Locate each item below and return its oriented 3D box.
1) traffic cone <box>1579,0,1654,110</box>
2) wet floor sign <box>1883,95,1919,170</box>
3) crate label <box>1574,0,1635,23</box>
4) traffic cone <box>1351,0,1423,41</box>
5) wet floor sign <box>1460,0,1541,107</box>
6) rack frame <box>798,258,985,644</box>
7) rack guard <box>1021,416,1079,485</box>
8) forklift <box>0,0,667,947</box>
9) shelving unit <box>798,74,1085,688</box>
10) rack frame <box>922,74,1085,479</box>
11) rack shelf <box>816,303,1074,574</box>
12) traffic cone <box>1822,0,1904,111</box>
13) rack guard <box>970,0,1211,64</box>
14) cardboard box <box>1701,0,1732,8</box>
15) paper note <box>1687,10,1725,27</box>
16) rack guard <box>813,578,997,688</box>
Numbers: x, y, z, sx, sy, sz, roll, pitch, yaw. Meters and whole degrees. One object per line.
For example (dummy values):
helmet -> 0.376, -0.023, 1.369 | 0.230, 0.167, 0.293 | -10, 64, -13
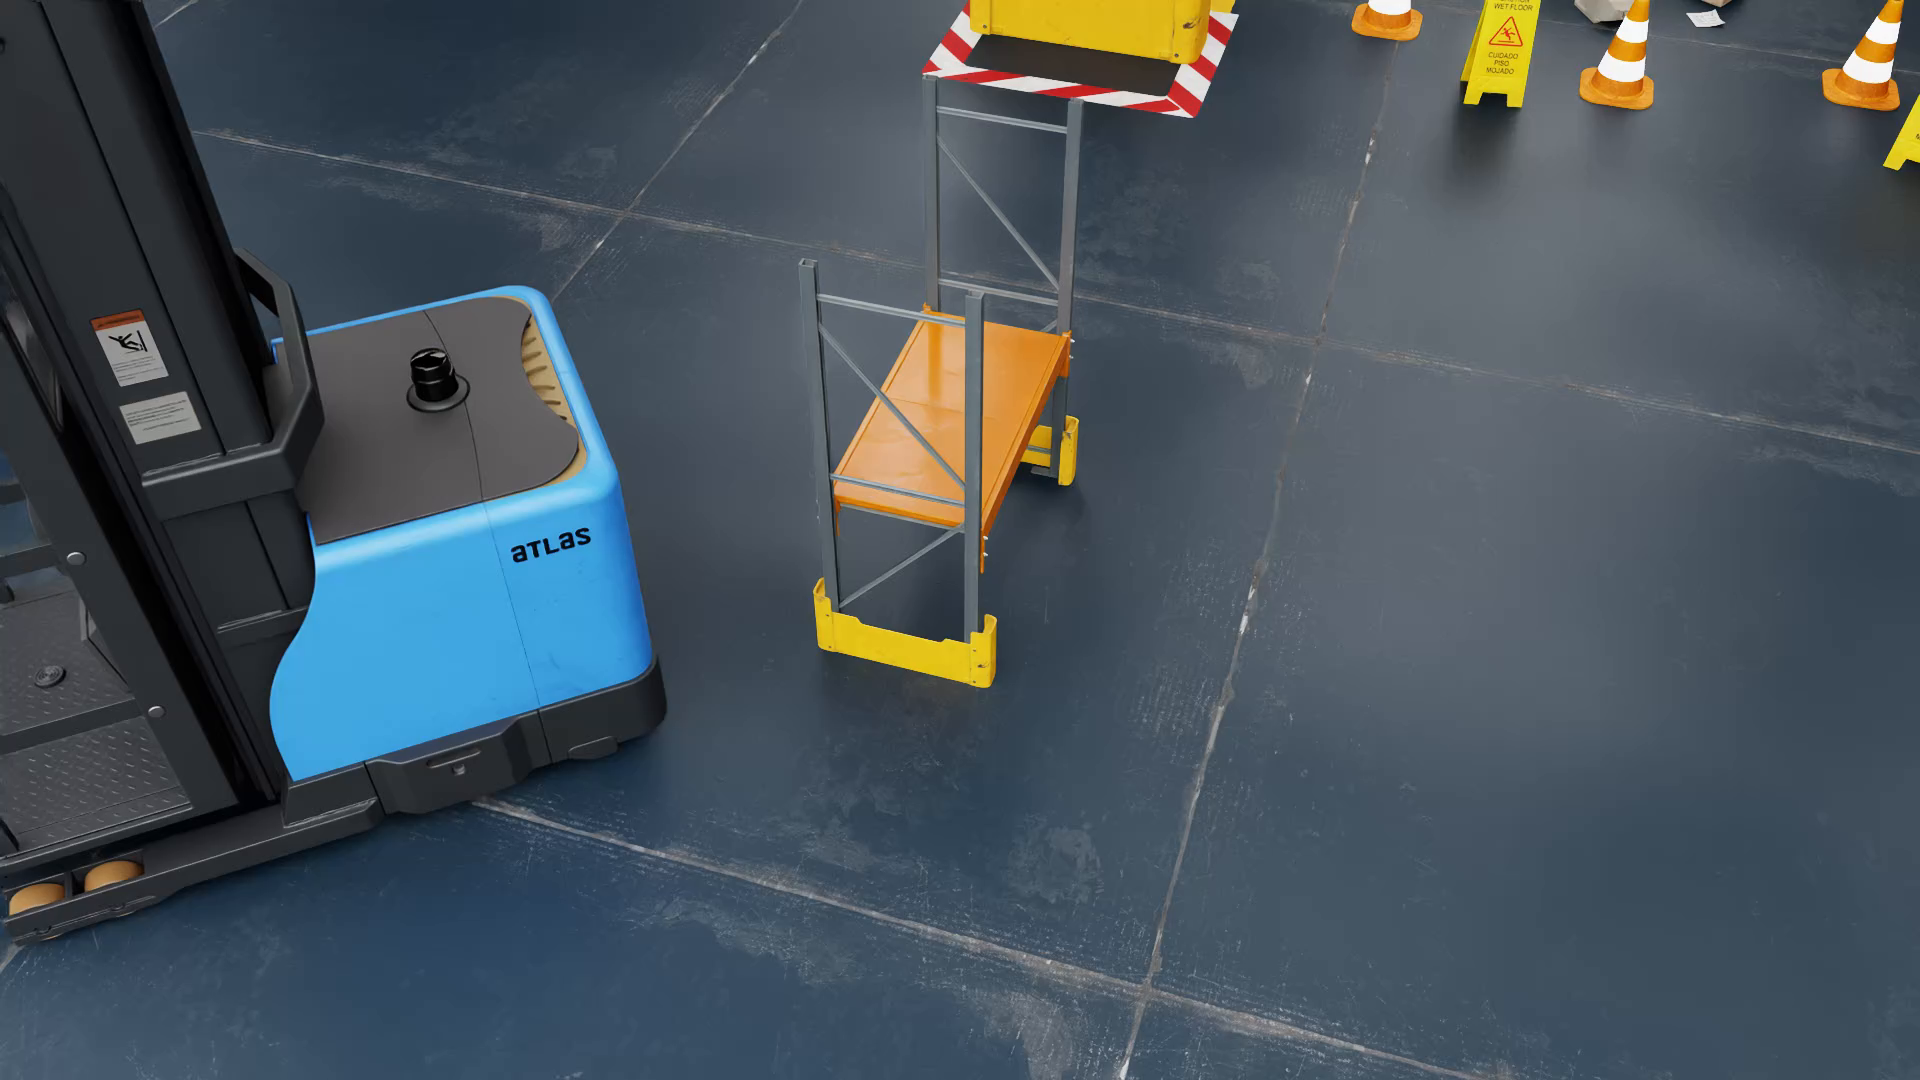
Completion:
traffic cone -> 3.137, -2.320, 7.790 | 0.336, 0.463, 0.334 | 13, 46, 13
wet floor sign -> 4.320, -1.916, 7.247 | 0.267, 0.644, 0.232 | 28, 51, 26
crate label -> 3.316, -2.740, 8.452 | 0.250, 0.136, 0.298 | -9, 45, -9
traffic cone -> 2.163, -2.786, 8.266 | 0.336, 0.463, 0.334 | 13, 46, 13
wet floor sign -> 2.527, -2.359, 7.699 | 0.267, 0.644, 0.232 | 5, 45, 5
rack frame -> -0.180, -0.140, 4.821 | 0.500, 1.500, 0.032 | 13, 46, 13
rack guard -> 0.128, -0.370, 5.950 | 0.587, 0.250, 0.087 | 13, 46, 13
forklift -> -2.467, -0.360, 4.023 | 3.031, 2.935, 1.130 | -16, 47, -16
shelving unit -> -0.023, -0.485, 5.174 | 0.587, 1.500, 1.083 | 13, 46, 13
rack frame -> 0.128, -0.818, 5.514 | 0.500, 1.500, 0.032 | 13, 46, 13
rack shelf -> -0.026, -0.351, 5.293 | 0.538, 0.185, 1.000 | 13, 46, 13
traffic cone -> 4.298, -2.311, 7.781 | 0.336, 0.463, 0.334 | 13, 46, 13
rack guard -> 0.641, -2.730, 8.182 | 1.175, 0.500, 0.348 | 13, 46, 13
cardboard box -> 3.868, -2.940, 8.648 | 0.250, 0.149, 0.380 | -33, 53, -29
paper note -> 3.786, -2.648, 8.435 | 0.148, 0.019, 0.142 | -2, 44, -2
rack guard -> -0.174, 0.293, 5.271 | 0.587, 0.250, 0.087 | 13, 46, 13
